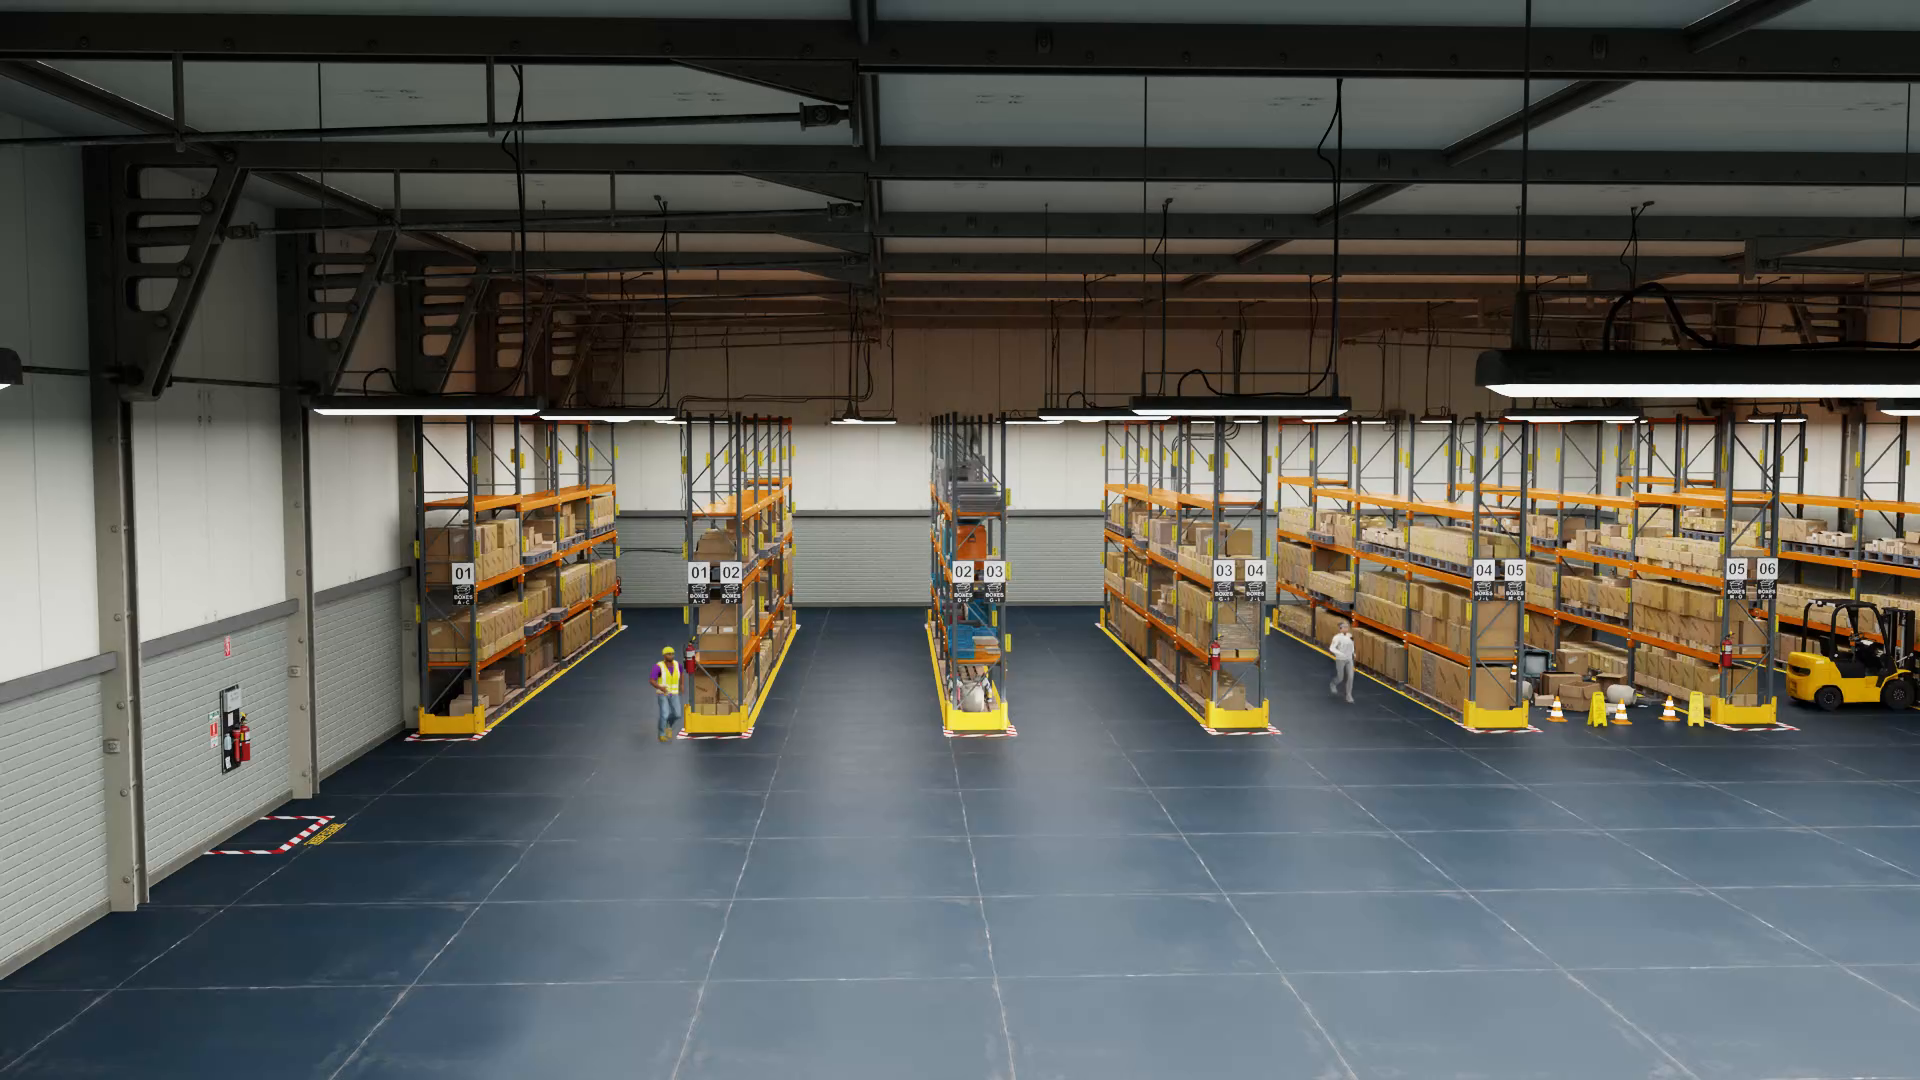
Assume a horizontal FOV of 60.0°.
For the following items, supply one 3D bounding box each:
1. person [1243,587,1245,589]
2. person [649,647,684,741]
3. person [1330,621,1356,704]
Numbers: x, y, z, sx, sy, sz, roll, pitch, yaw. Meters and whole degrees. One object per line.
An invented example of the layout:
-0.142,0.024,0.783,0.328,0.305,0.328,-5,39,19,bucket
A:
7.865,1.829,45.017,0.574,1.710,0.889,0,4,7,person
-5.274,2.799,30.223,0.745,1.722,0.561,-3,5,-36,person
8.031,2.520,34.778,0.628,1.682,0.905,-1,4,-13,person
